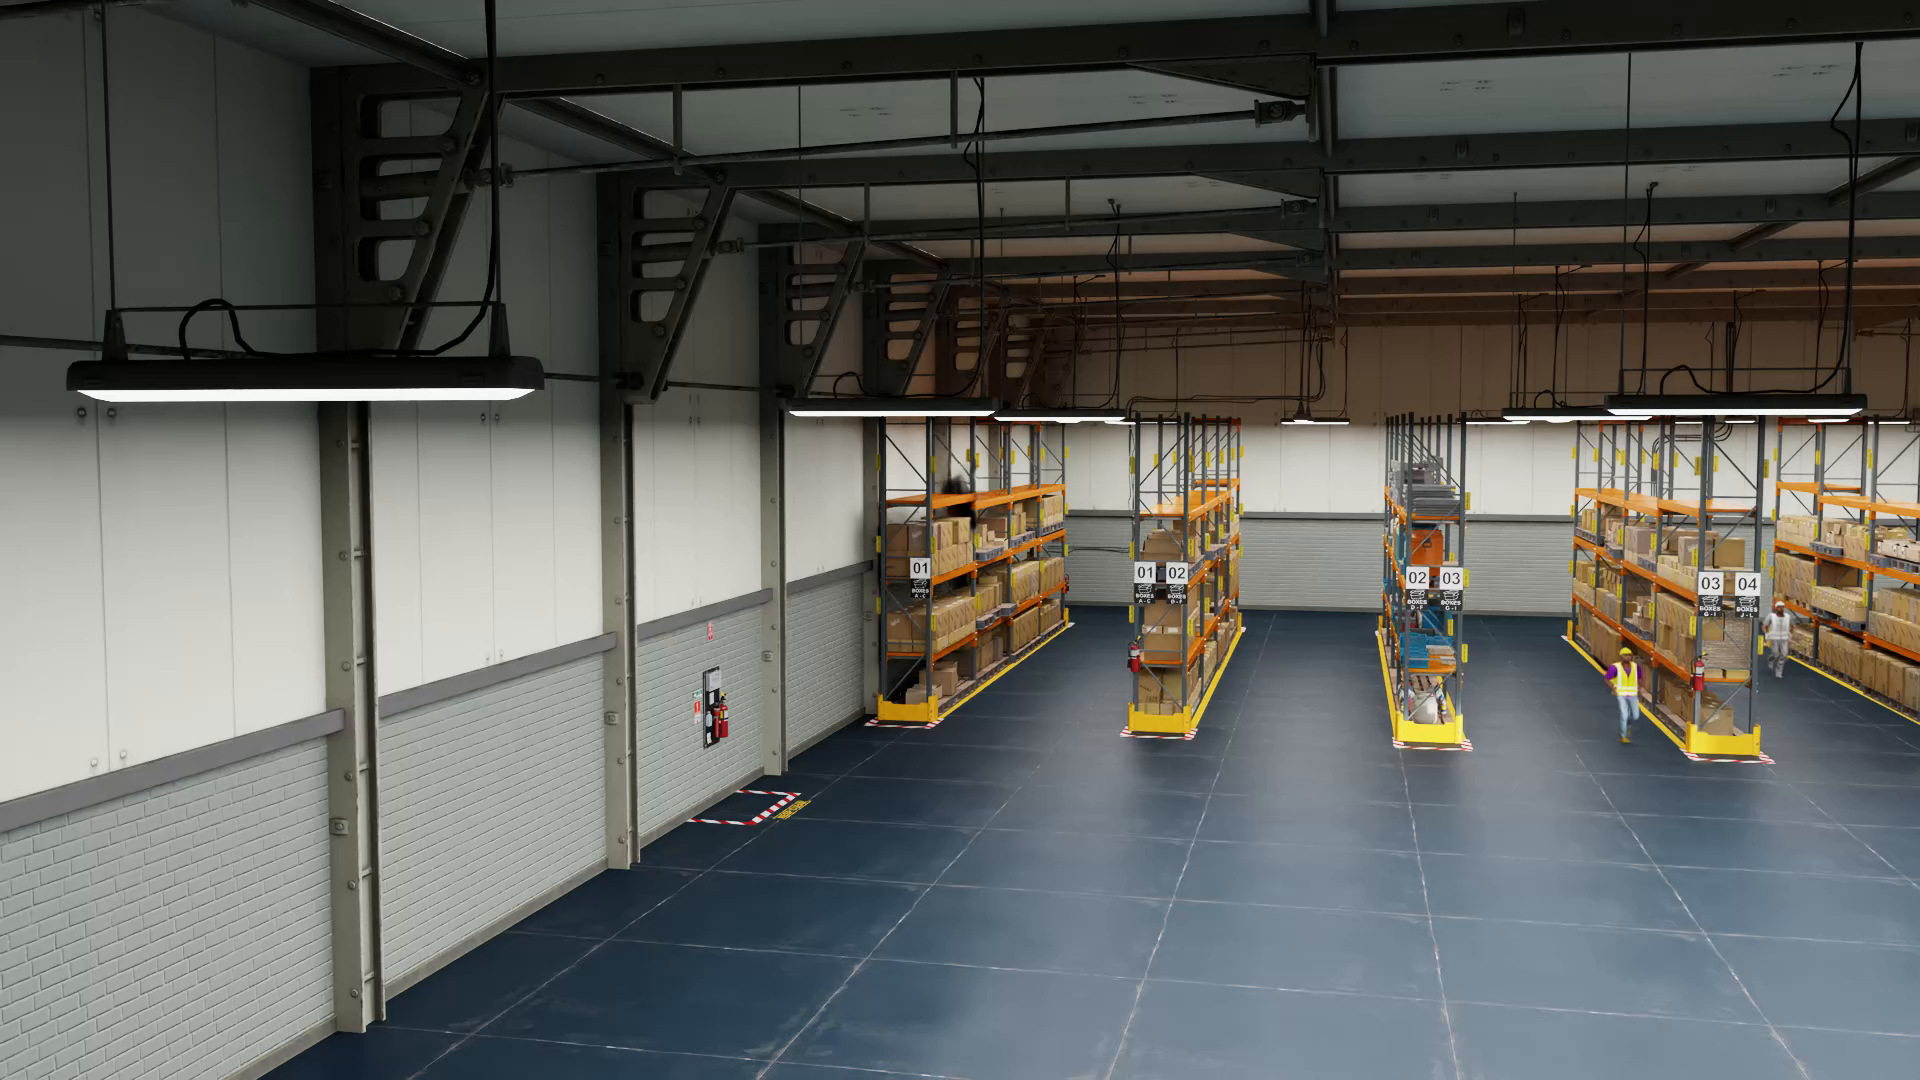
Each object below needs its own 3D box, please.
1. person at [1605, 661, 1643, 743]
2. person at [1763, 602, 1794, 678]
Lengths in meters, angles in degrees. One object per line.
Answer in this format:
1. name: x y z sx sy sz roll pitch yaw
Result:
1. person: 12.086 2.936 30.271 0.671 1.473 0.495 0 4 4
2. person: 18.826 2.279 38.229 0.663 1.739 0.599 1 4 12
